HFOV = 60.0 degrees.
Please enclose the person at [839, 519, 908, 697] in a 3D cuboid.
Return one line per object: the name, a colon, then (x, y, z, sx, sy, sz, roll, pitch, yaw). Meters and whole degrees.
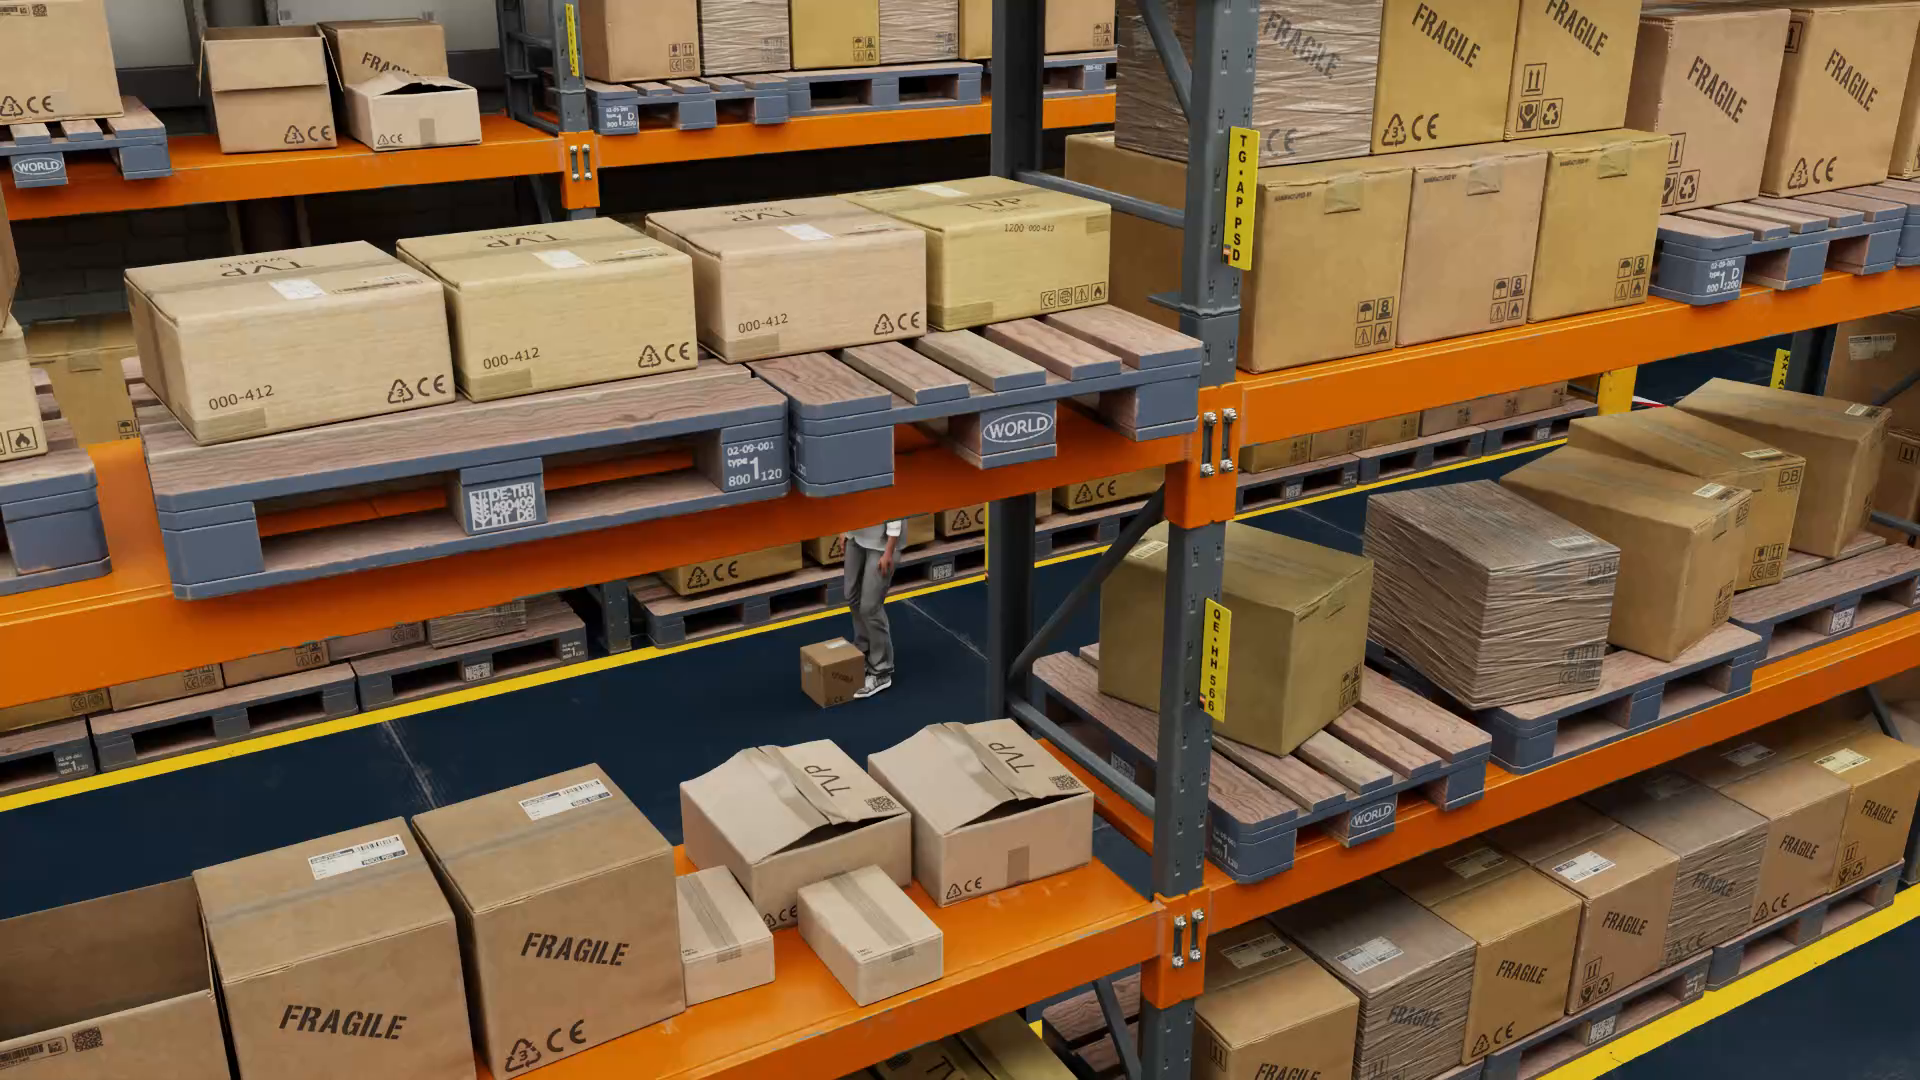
person: (-0.476, 0.030, 8.546, 0.378, 1.580, 0.481, -14, 26, -31)
